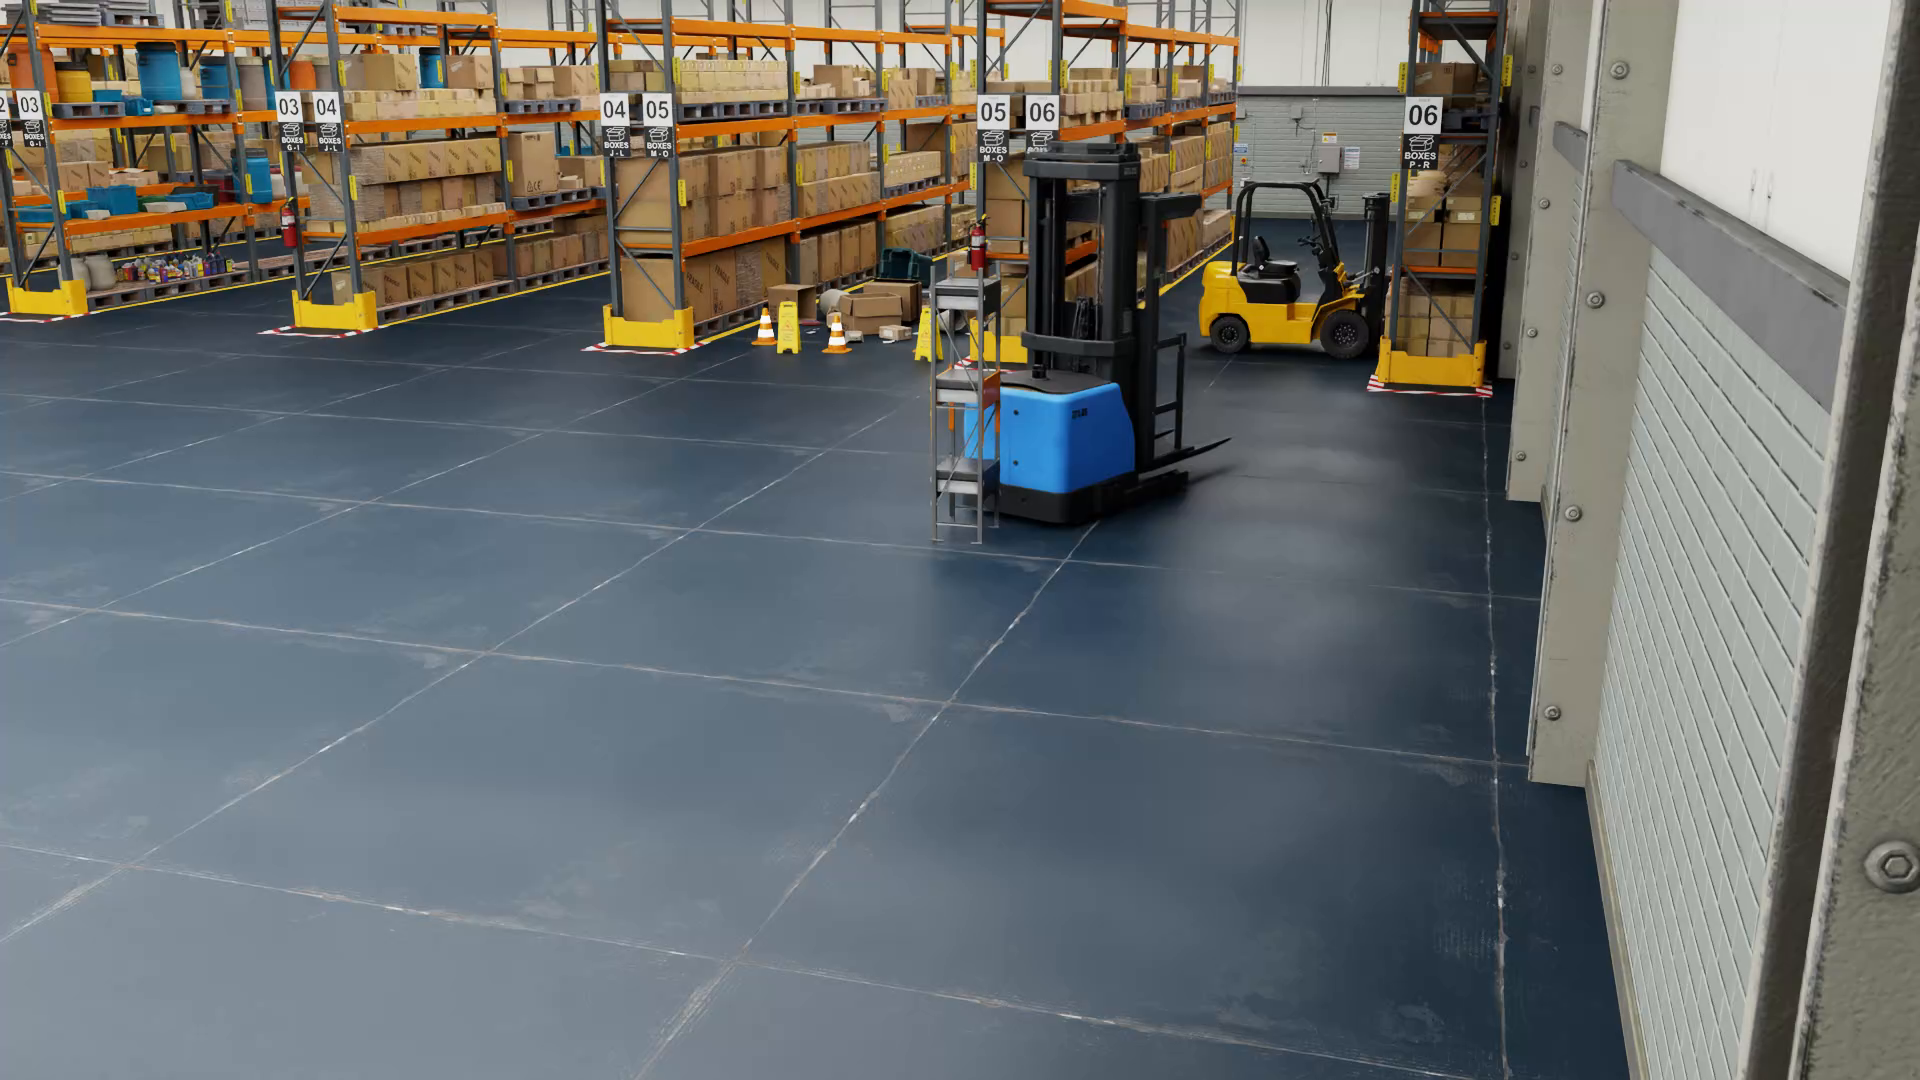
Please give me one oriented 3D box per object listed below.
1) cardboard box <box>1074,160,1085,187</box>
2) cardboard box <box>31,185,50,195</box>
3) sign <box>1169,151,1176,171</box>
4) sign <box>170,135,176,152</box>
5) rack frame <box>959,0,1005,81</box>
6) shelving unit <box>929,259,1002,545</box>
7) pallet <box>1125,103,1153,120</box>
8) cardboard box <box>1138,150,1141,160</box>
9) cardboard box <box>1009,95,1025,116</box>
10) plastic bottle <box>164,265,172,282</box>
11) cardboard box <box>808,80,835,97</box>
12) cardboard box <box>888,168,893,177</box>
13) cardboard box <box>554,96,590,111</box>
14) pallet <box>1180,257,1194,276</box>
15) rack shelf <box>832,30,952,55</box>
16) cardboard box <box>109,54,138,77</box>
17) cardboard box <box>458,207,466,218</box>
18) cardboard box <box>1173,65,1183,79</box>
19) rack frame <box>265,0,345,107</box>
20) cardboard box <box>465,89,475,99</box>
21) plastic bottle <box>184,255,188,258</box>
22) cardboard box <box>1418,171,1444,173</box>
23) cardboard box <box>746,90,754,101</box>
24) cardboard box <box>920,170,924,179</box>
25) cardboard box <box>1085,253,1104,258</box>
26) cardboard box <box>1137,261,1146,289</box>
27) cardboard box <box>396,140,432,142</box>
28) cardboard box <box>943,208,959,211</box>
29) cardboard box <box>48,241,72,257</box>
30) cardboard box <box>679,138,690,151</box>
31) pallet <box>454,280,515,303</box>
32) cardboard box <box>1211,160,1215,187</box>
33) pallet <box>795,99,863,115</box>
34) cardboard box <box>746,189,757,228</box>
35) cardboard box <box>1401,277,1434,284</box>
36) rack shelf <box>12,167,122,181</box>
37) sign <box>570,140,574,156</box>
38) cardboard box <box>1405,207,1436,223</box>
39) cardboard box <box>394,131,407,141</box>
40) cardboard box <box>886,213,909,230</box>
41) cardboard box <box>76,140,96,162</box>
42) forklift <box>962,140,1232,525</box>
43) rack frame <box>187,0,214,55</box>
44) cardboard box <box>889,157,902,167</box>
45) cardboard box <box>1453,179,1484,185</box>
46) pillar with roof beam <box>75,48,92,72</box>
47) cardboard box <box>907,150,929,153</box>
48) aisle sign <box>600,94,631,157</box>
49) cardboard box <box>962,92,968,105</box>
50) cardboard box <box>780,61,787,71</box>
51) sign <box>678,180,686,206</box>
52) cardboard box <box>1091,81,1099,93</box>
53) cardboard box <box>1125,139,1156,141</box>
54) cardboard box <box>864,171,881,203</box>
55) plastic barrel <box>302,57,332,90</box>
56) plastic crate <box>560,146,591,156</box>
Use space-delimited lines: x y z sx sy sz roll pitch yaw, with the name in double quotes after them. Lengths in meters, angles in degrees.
1.334 -5.152 22.937 0.700 0.500 0.500 5 17 16 "cardboard box"
-16.718 -6.343 30.156 0.380 0.149 0.250 5 16 16 "cardboard box"
3.492 -6.236 27.342 0.100 0.325 0.005 5 16 16 "sign"
-15.496 -7.809 32.744 0.100 0.325 0.005 5 16 16 "sign"
0.468 -11.093 35.450 1.000 3.000 0.127 5 16 16 "rack frame"
0.047 -1.053 12.696 0.431 2.100 0.503 5 16 16 "shelving unit"
2.110 -6.216 24.096 1.213 0.211 1.003 5 16 16 "pallet"
2.515 -5.804 25.107 0.380 0.149 0.250 6 17 19 "cardboard box"
0.583 -5.333 20.366 0.500 0.250 0.500 4 16 15 "cardboard box"
-12.643 -4.255 26.529 0.097 0.271 0.097 0 16 0 "plastic bottle"
-2.207 -7.170 26.406 0.396 0.266 0.258 5 16 16 "cardboard box"
-1.400 -6.521 29.467 0.380 0.149 0.250 5 17 19 "cardboard box"
-6.705 -7.491 28.520 0.500 0.250 0.500 5 17 17 "cardboard box"
3.614 -4.934 29.838 1.003 0.211 1.213 5 16 16 "pallet"
-1.237 -8.985 30.068 1.077 0.370 4.000 5 16 16 "rack shelf"
-19.171 -10.871 38.109 0.500 0.500 0.500 4 16 15 "cardboard box"
-7.819 -5.024 25.507 0.380 0.149 0.250 5 16 16 "cardboard box"
4.458 -8.902 32.077 0.797 0.503 0.637 6 17 20 "cardboard box"
-8.806 -7.319 22.141 1.000 3.000 0.127 5 16 16 "rack frame"
-7.636 -6.799 25.350 0.380 0.149 0.250 4 16 13 "cardboard box"
-12.994 -4.628 27.835 0.152 0.276 0.135 5 17 18 "plastic bottle"
7.356 -5.673 25.960 0.380 0.149 0.250 5 17 18 "cardboard box"
-3.099 -6.187 23.155 0.380 0.149 0.250 4 16 15 "cardboard box"
-0.883 -6.851 31.177 0.380 0.149 0.250 4 16 13 "cardboard box"
1.922 -3.775 23.536 0.500 0.500 0.500 4 16 15 "cardboard box"
2.376 -4.156 26.031 0.950 0.372 0.625 5 17 18 "cardboard box"
-8.324 -5.791 25.190 0.500 0.500 0.500 5 16 16 "cardboard box"
-0.243 -6.933 35.139 0.380 0.149 0.250 5 17 18 "cardboard box"
-16.667 -5.347 30.454 0.500 0.250 0.500 5 17 17 "cardboard box"
-5.775 -7.756 32.656 0.797 0.503 0.637 5 17 16 "cardboard box"
-7.826 -3.959 26.400 1.003 0.211 1.213 5 16 16 "pallet"
4.637 -7.085 32.129 0.500 0.500 0.500 5 17 16 "cardboard box"
-2.252 -7.001 26.865 1.003 0.211 1.213 5 17 18 "pallet"
-3.436 -4.765 23.856 0.875 0.550 0.550 5 16 16 "cardboard box"
5.712 -3.184 20.994 0.500 0.250 0.500 4 16 15 "cardboard box"
-20.211 -7.855 36.344 1.077 0.370 4.000 5 16 16 "rack shelf"
-7.065 -7.125 30.329 0.100 0.325 0.005 5 16 16 "sign"
5.286 -3.753 19.191 0.380 0.149 0.250 5 17 17 "cardboard box"
-13.618 -9.779 39.794 0.500 0.500 0.500 4 16 15 "cardboard box"
-1.233 -5.769 30.108 0.500 0.250 0.500 4 16 15 "cardboard box"
-19.668 -8.651 37.066 0.500 0.500 0.500 5 17 16 "cardboard box"
1.317 -1.873 14.061 1.130 2.935 3.031 12 20 36 "forklift"
-18.506 -12.657 40.962 1.000 3.000 0.127 5 16 16 "rack frame"
-1.265 -6.791 29.876 0.380 0.149 0.250 4 16 14 "cardboard box"
6.681 -4.660 21.846 0.380 0.149 0.250 4 16 14 "cardboard box"
-16.146 -11.527 36.977 9.100 9.000 0.400 5 16 16 "pillar with roof beam"
-0.802 -7.500 33.048 0.500 0.500 0.500 5 16 16 "cardboard box"
-4.387 -5.277 21.172 0.394 0.787 0.004 5 16 16 "aisle sign"
-0.150 -8.764 33.009 0.500 0.250 0.500 4 16 15 "cardboard box"
-2.740 -6.903 24.220 0.380 0.149 0.250 4 16 15 "cardboard box"
-3.548 -4.431 21.224 0.100 0.325 0.005 5 16 16 "sign"
1.603 -5.903 21.647 0.380 0.149 0.250 5 17 17 "cardboard box"
3.151 -6.706 28.959 0.500 0.500 0.500 5 16 16 "cardboard box"
-1.676 -6.024 28.387 0.500 0.500 0.500 5 16 16 "cardboard box"
-11.722 -8.396 30.517 0.600 0.901 0.600 0 16 0 "plastic barrel"
-8.923 -8.946 38.699 0.616 0.435 0.499 5 16 16 "plastic crate"
